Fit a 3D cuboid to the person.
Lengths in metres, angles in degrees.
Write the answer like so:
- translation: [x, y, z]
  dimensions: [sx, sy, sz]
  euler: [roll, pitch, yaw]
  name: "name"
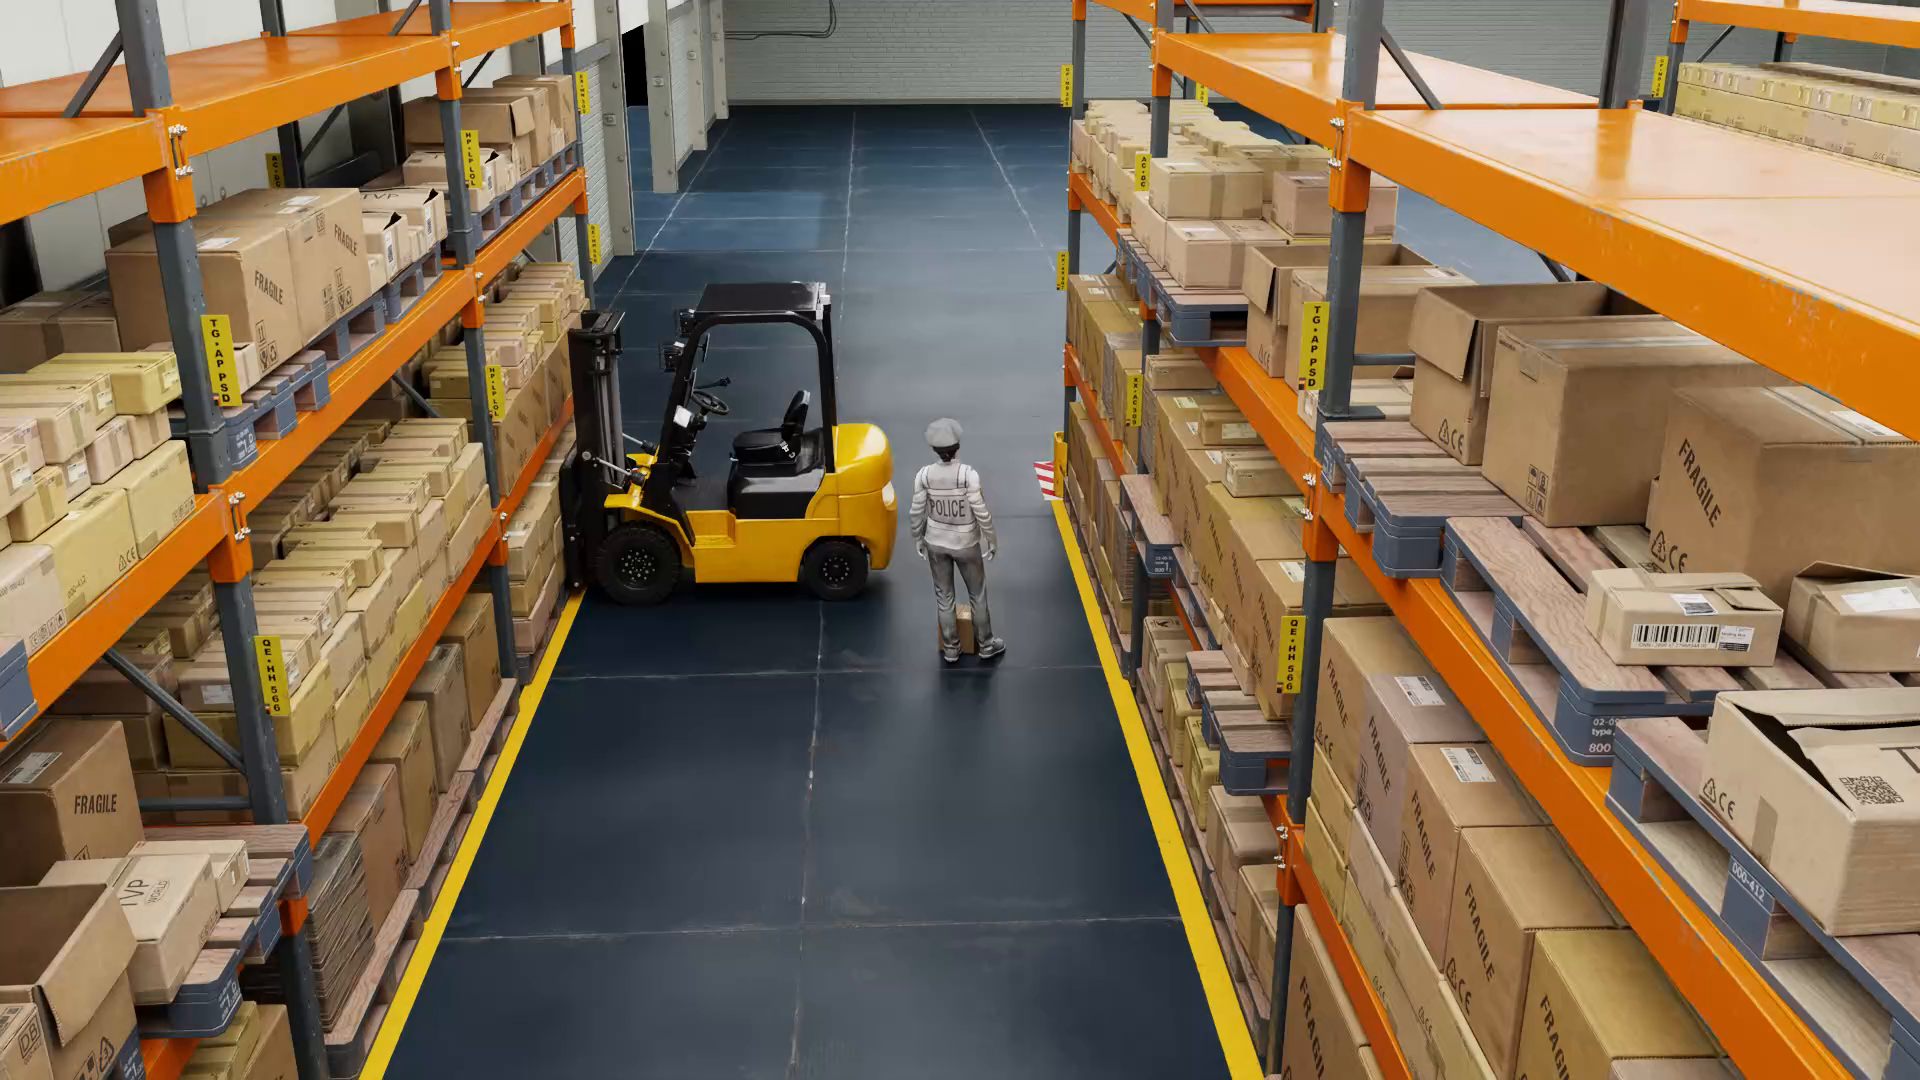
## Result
- translation: [-0.024, -0.004, 11.014]
  dimensions: [0.587, 1.694, 0.529]
  euler: [6, 21, 15]
  name: "person"
